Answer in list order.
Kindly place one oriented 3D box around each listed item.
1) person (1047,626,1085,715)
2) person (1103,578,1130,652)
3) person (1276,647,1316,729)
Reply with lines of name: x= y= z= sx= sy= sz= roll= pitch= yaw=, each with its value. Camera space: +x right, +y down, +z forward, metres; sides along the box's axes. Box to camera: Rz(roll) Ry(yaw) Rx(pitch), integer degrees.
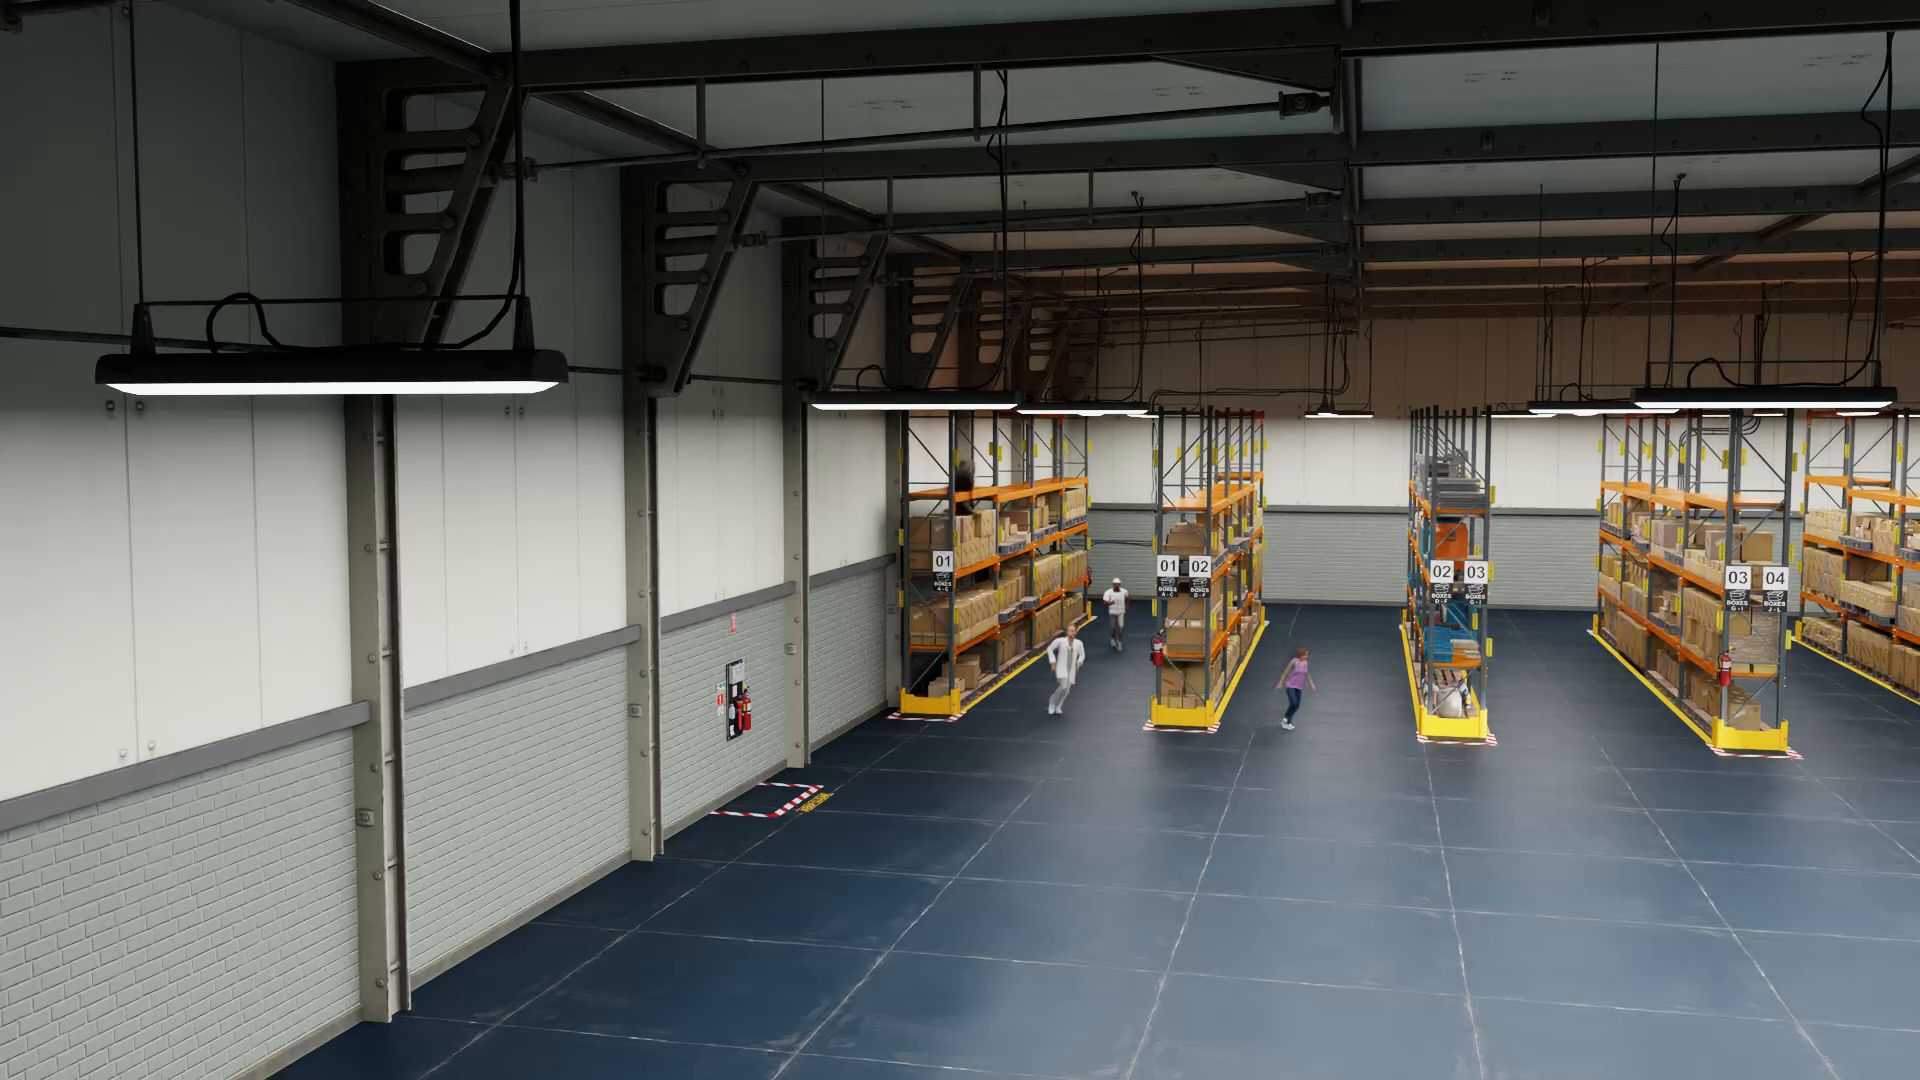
person: x=2.095 y=2.539 z=32.365 sx=0.738 sy=1.714 sz=0.656 roll=-2 pitch=4 yaw=-23
person: x=3.913 y=1.852 z=41.597 sx=0.680 sy=1.823 sz=0.866 roll=0 pitch=4 yaw=1
person: x=6.221 y=2.747 z=30.744 sx=0.540 sy=1.545 sz=0.608 roll=-3 pitch=5 yaw=-32
